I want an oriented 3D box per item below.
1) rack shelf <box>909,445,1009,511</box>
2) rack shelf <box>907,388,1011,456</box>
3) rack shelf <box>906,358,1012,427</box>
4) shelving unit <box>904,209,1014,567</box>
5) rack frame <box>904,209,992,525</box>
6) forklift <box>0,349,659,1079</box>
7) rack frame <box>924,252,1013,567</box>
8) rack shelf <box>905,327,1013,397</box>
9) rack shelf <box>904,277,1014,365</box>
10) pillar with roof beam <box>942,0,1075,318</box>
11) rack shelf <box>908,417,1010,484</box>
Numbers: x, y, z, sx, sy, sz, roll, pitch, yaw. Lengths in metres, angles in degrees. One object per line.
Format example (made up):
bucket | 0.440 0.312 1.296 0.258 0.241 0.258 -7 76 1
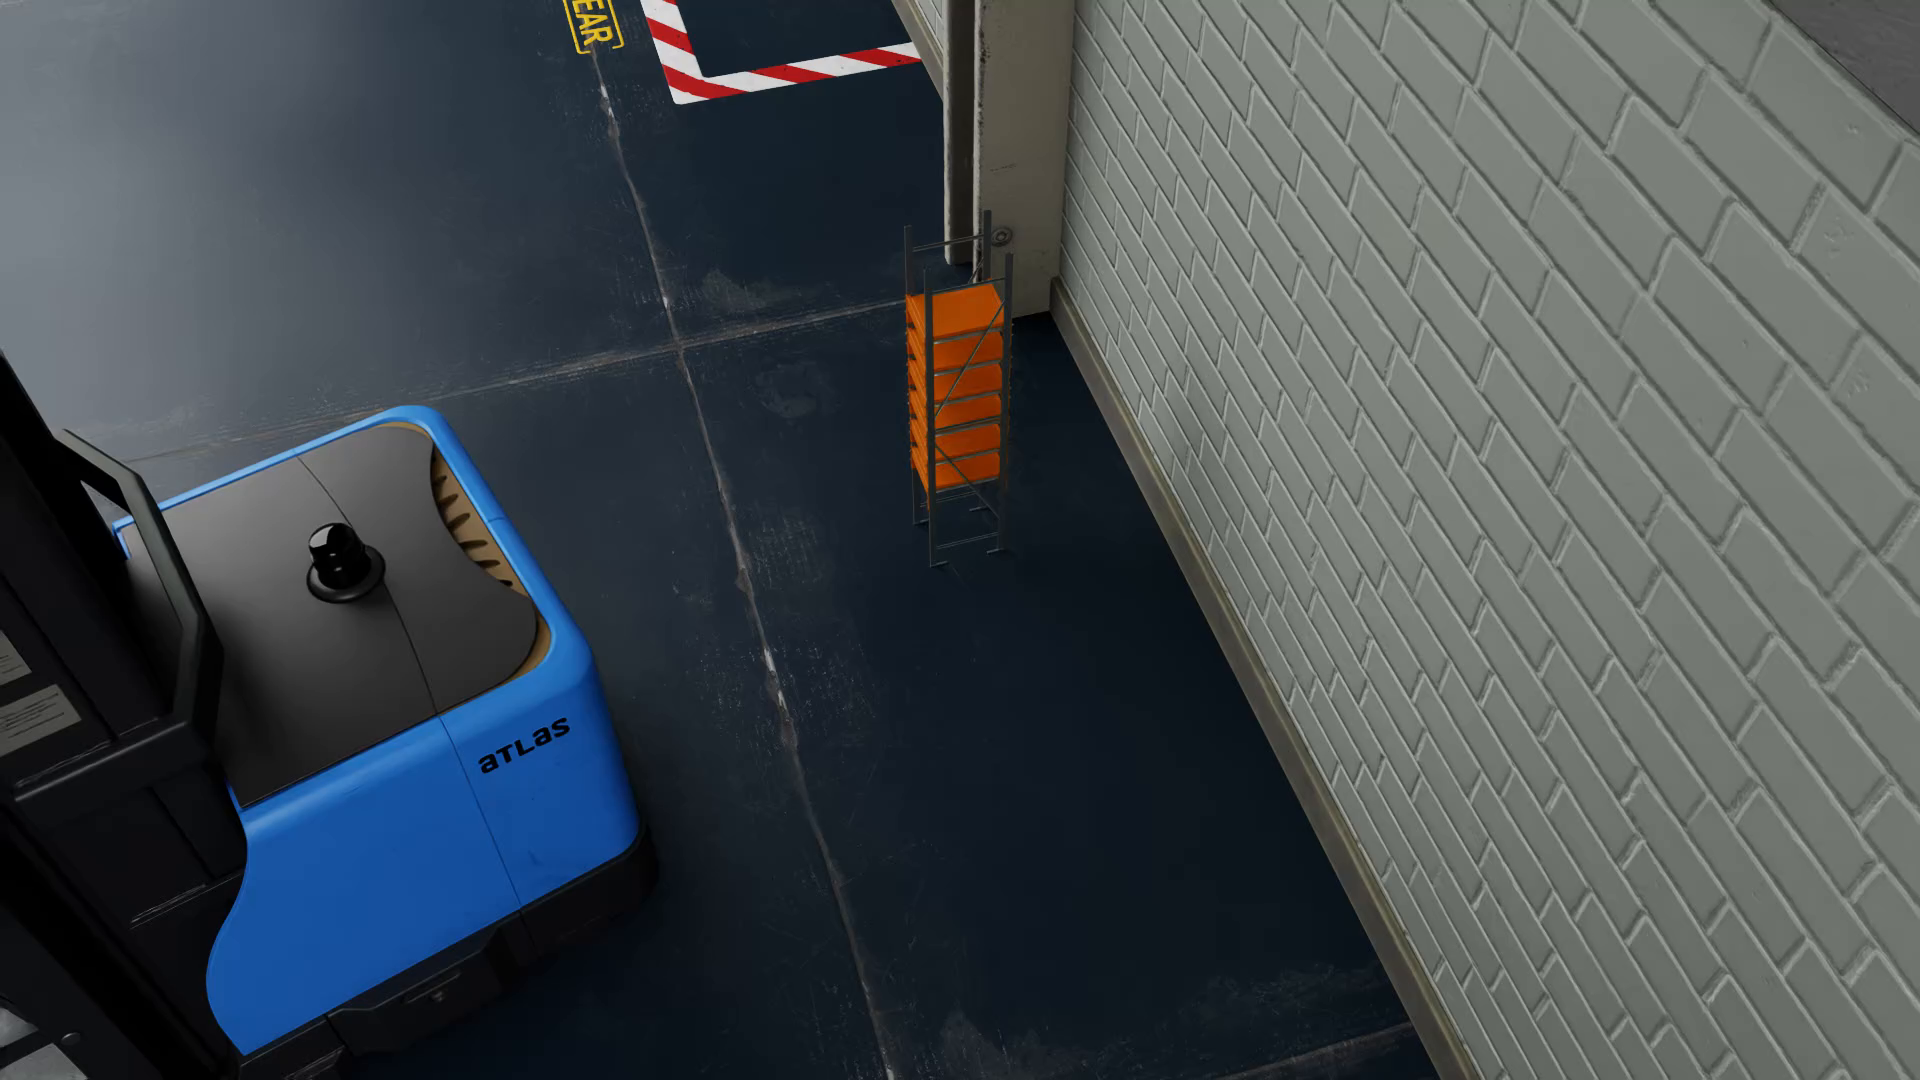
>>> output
rack shelf | -0.004 -0.214 5.018 0.258 0.103 0.180 -13 51 -11
rack shelf | -0.004 -0.369 4.834 0.258 0.103 0.180 -13 51 -11
rack shelf | -0.004 -0.446 4.742 0.258 0.103 0.180 -13 51 -11
shelving unit | -0.004 -0.397 4.800 0.258 1.200 0.189 -13 51 -11
rack frame | -0.031 -0.464 4.857 0.240 1.200 0.006 -13 51 -11
forklift | -2.313 0.312 3.070 3.031 2.935 1.130 -27 55 -21
rack frame | 0.023 -0.330 4.744 0.240 1.200 0.006 -13 51 -11
rack shelf | -0.004 -0.523 4.651 0.258 0.103 0.180 -13 51 -11
rack shelf | -0.004 -0.601 4.559 0.258 0.103 0.180 -13 51 -11
pillar with roof beam | -3.964 -2.867 1.781 9.100 9.000 0.400 -13 51 -11
rack shelf | -0.004 -0.291 4.926 0.258 0.103 0.180 -13 51 -11
